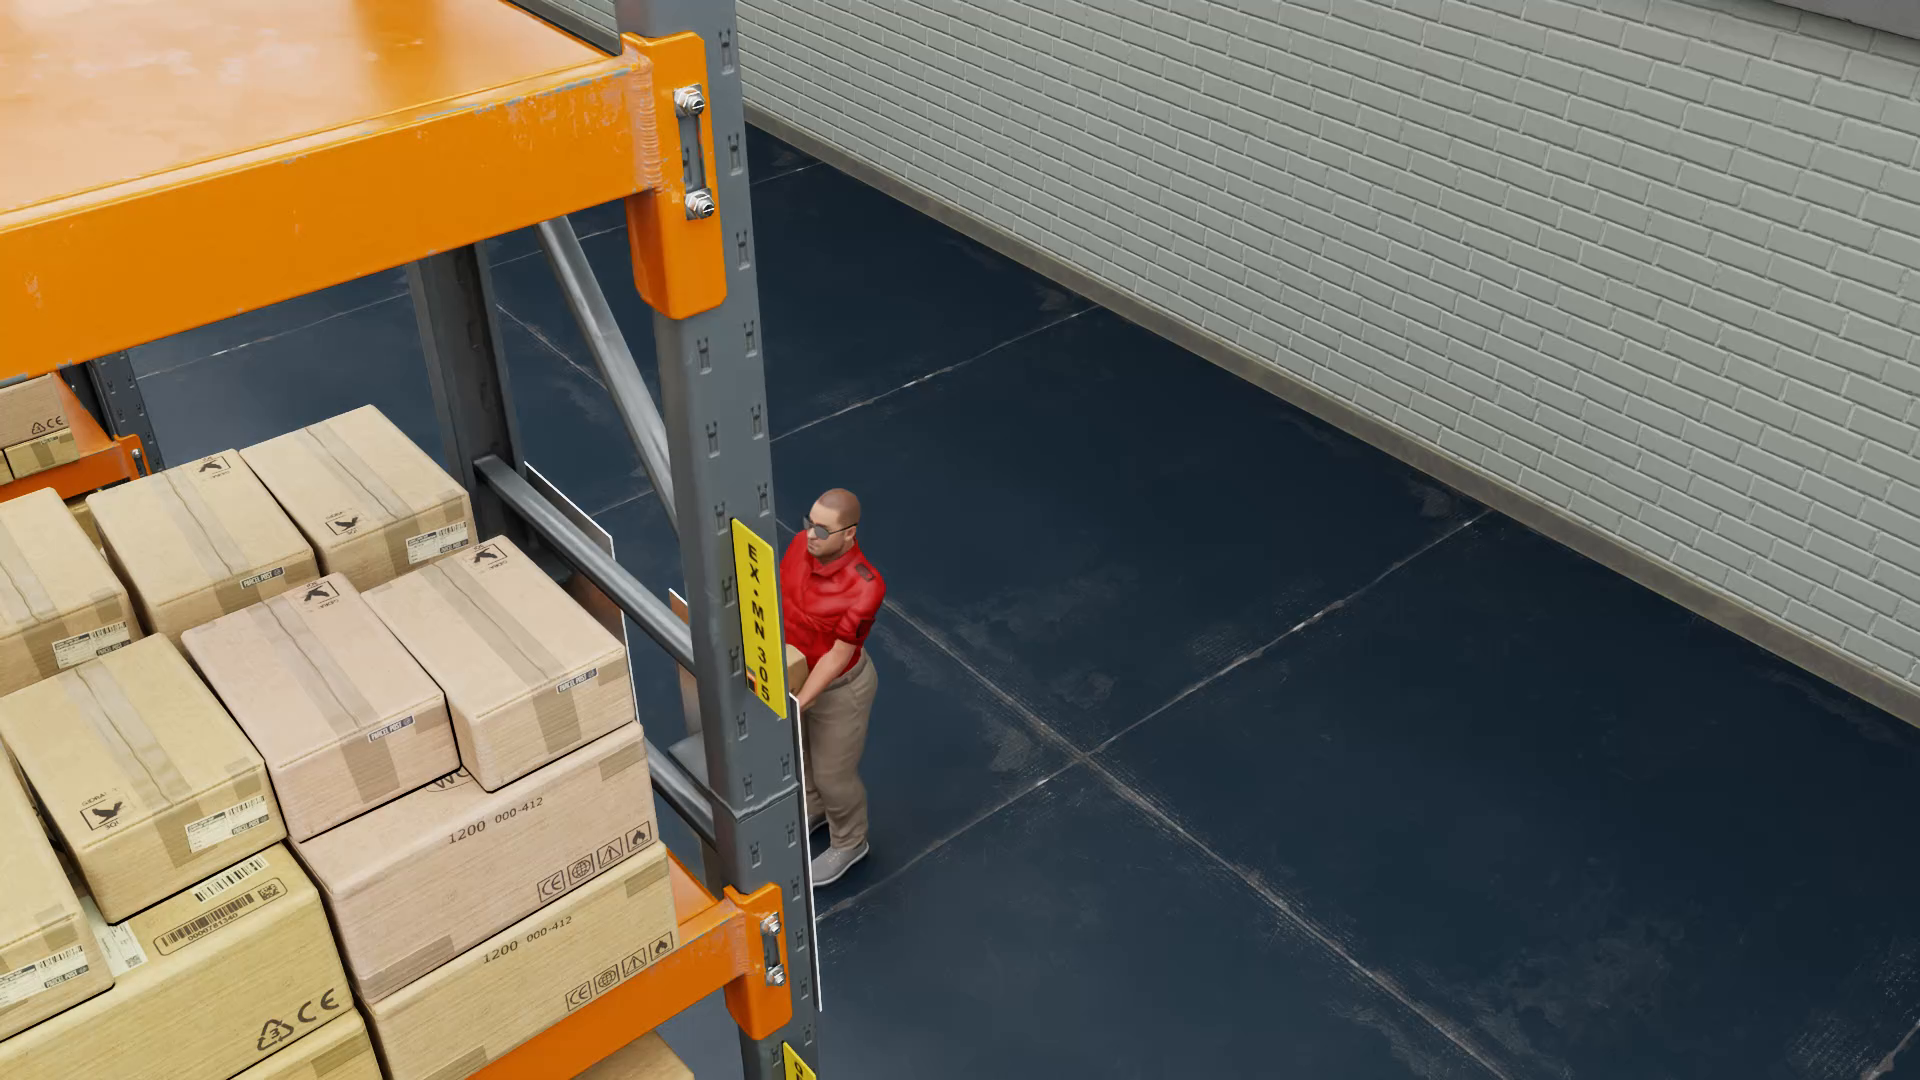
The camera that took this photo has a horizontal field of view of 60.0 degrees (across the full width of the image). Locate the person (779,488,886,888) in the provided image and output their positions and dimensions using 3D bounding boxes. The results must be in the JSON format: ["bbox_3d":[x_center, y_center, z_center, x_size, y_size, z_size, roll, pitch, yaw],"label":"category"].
[{"bbox_3d":[-0.574,0.586,6.288,0.531,1.713,0.494,-26,43,-31],"label":"person"}]
